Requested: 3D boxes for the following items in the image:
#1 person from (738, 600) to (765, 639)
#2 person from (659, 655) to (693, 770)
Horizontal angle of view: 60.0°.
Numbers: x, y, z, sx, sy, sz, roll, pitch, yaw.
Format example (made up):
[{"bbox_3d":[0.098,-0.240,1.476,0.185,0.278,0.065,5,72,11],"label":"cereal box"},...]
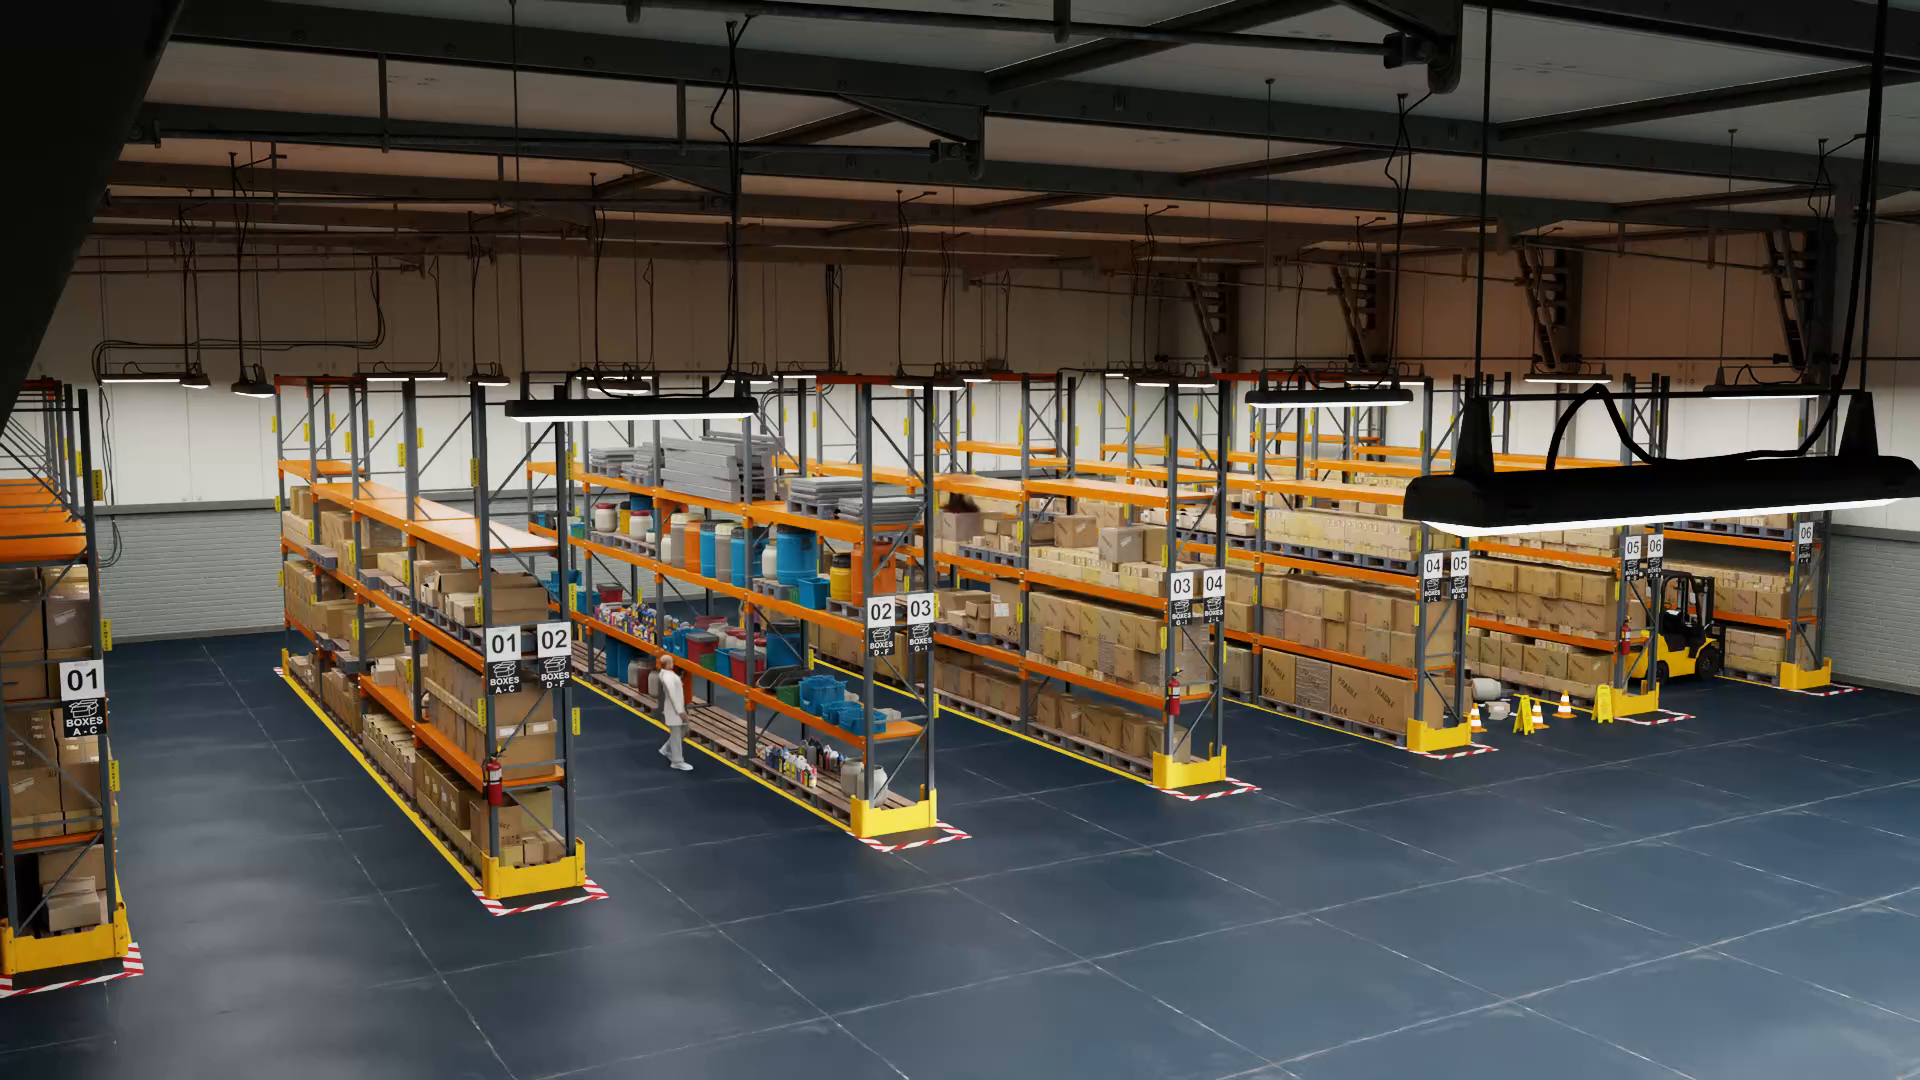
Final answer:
[{"bbox_3d":[-4.380,1.747,34.948,0.565,1.589,0.648,-3,7,-25],"label":"person"},{"bbox_3d":[-4.406,2.641,25.753,0.579,1.779,0.681,0,6,-1],"label":"person"}]
